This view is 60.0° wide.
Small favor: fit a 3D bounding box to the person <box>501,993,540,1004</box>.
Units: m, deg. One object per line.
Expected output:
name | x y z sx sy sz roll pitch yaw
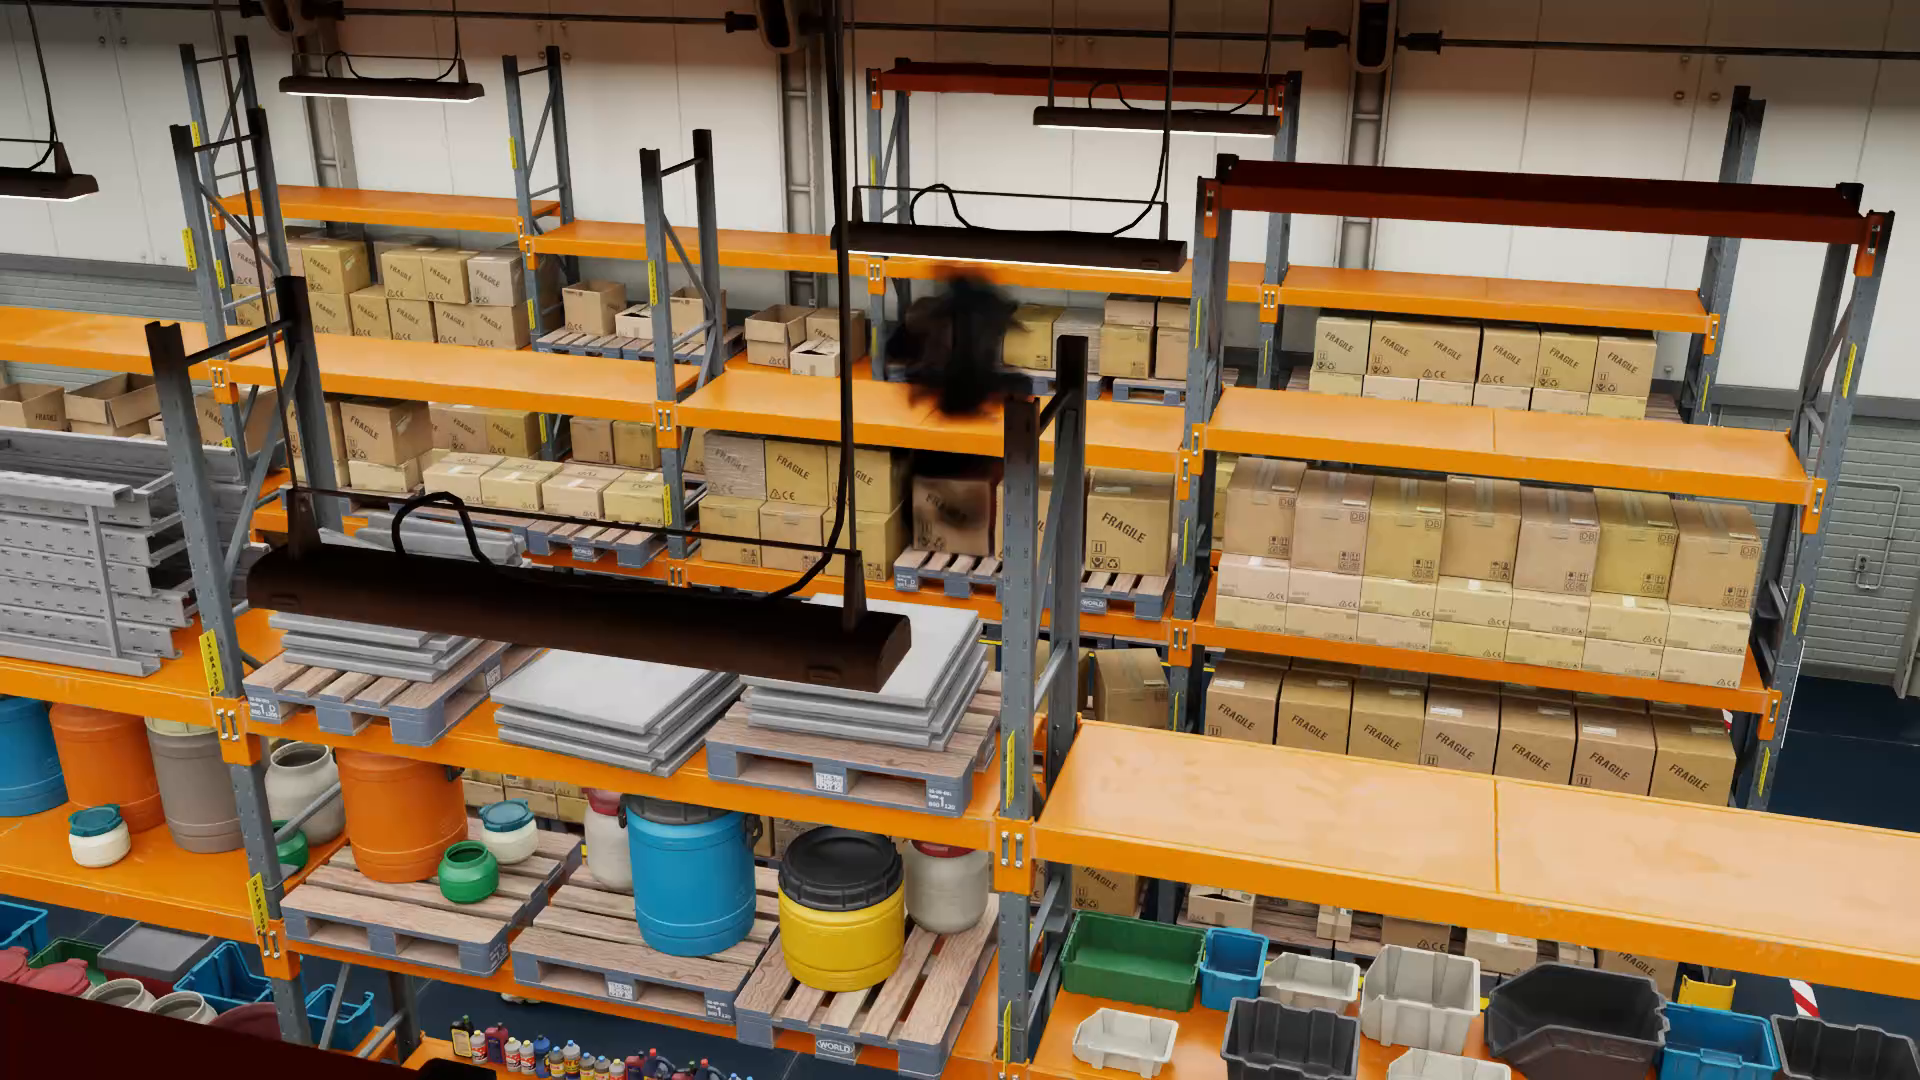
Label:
person | -3.381 2.675 12.194 0.541 1.626 0.539 5 23 13
